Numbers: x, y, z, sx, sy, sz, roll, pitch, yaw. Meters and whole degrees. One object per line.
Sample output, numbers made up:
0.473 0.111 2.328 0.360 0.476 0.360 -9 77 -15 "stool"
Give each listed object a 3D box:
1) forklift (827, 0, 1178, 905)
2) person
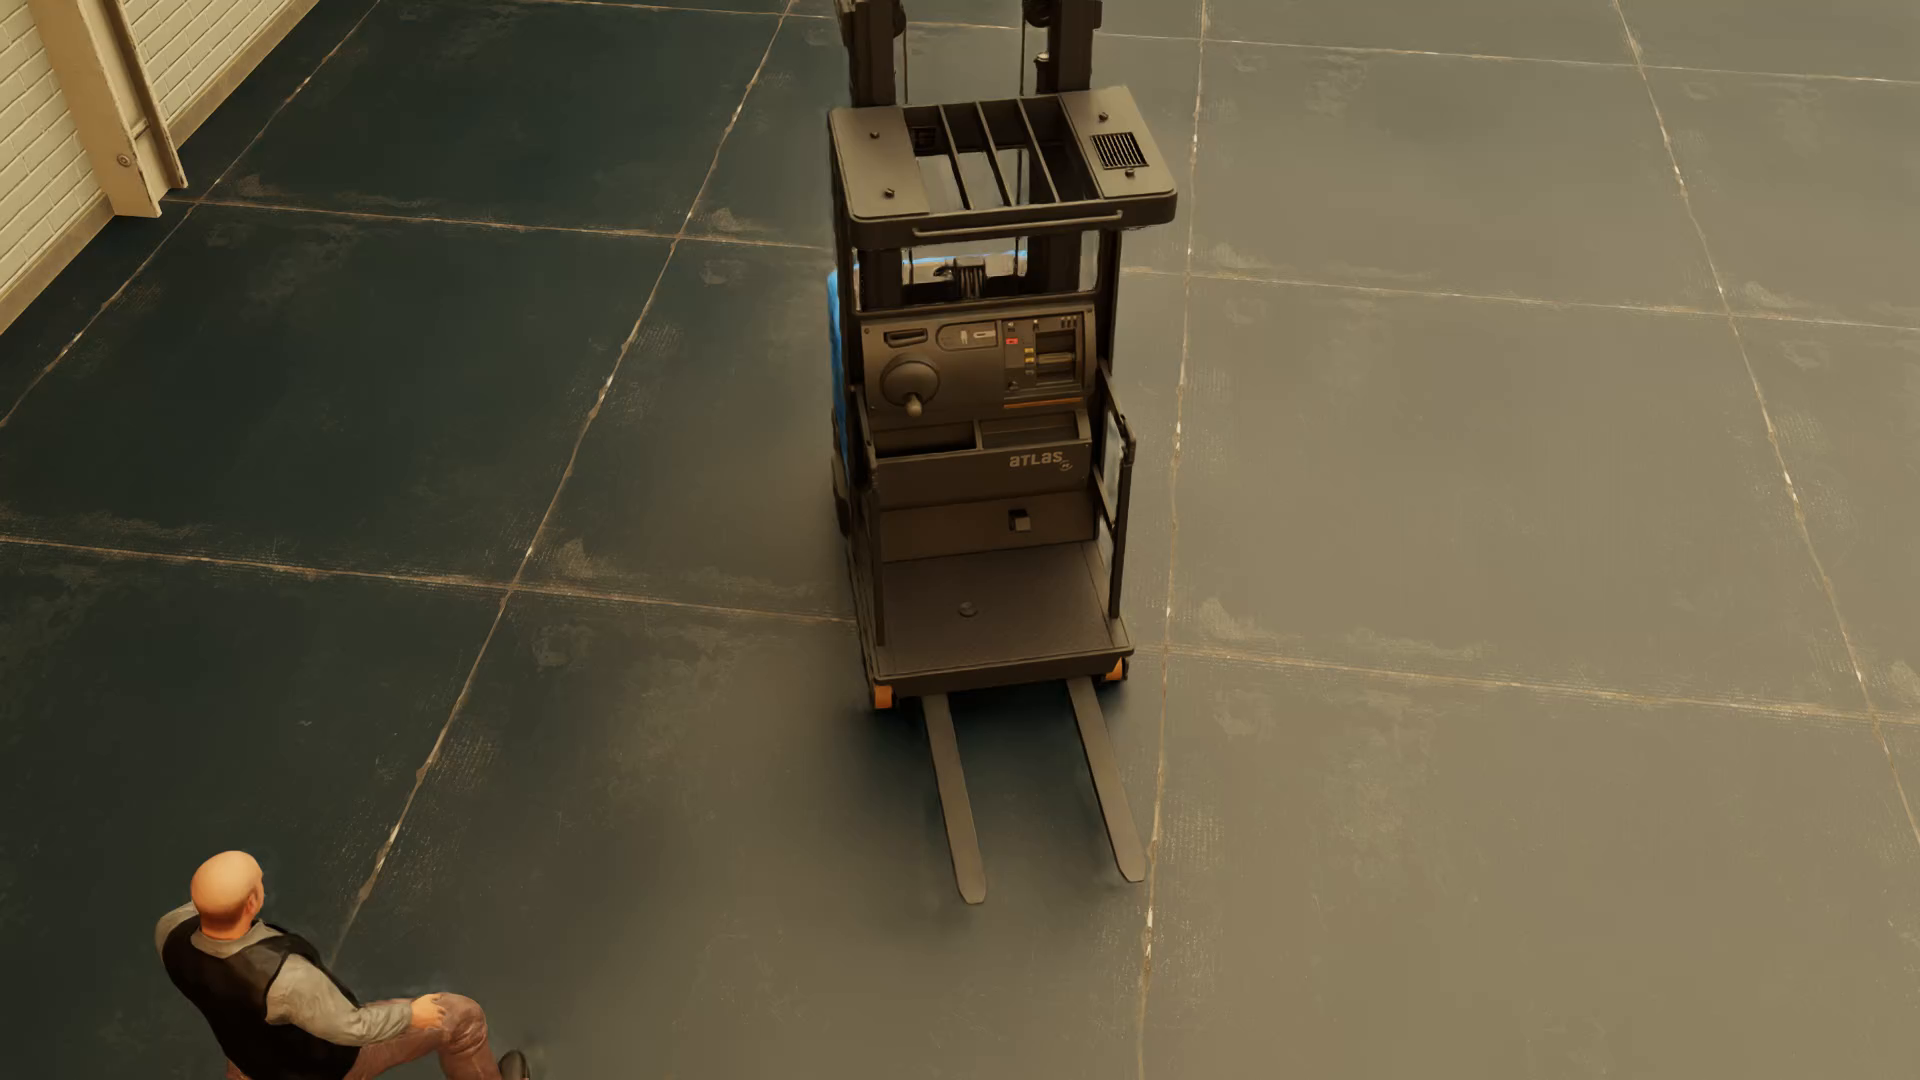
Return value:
0.114 -0.624 6.403 1.130 2.935 3.031 -6 43 -7 "forklift"
-2.051 1.448 5.196 0.969 1.583 0.840 17 45 17 "person"
